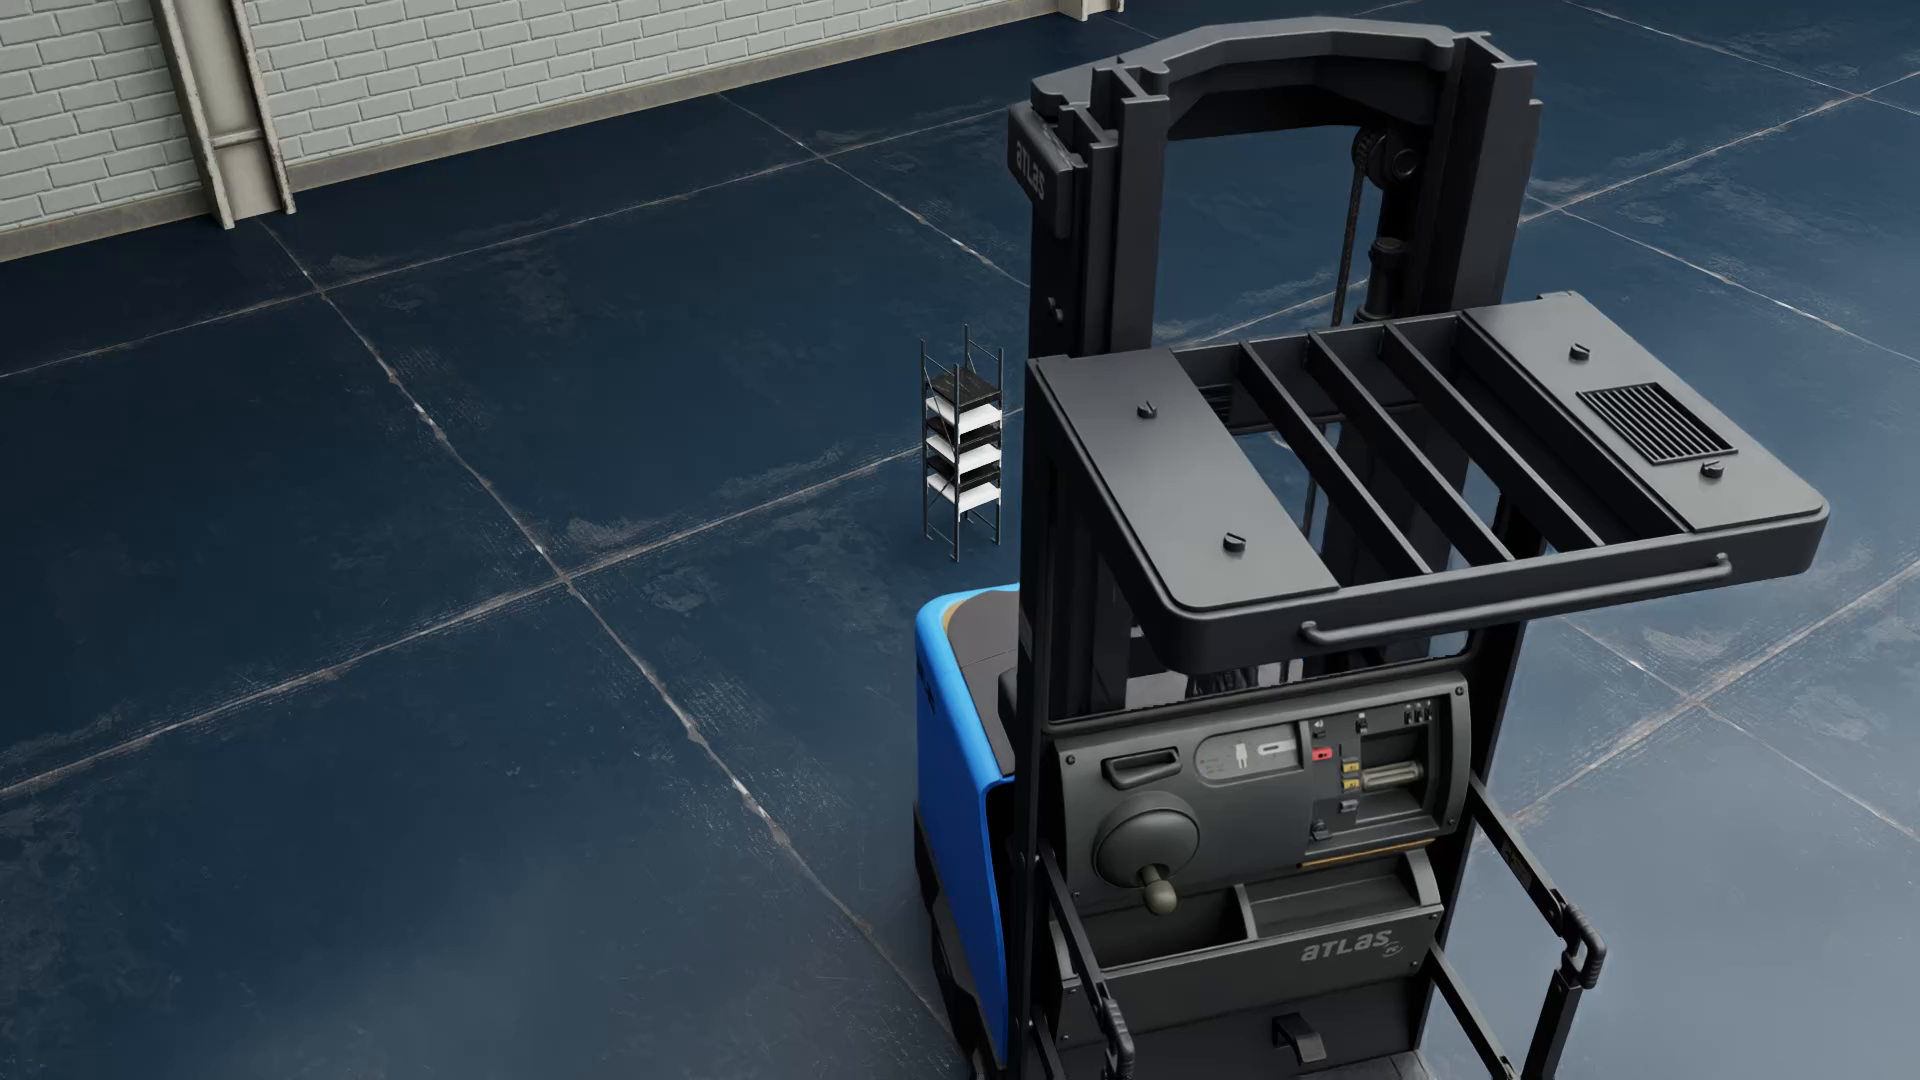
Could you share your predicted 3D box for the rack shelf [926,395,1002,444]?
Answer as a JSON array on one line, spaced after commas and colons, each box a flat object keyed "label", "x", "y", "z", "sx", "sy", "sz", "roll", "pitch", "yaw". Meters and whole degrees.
[{"label": "rack shelf", "x": 0.007, "y": -0.487, "z": 6.405, "sx": 0.200, "sy": 0.077, "sz": 0.258, "roll": -22, "pitch": 41, "yaw": -28}]

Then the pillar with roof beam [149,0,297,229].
[{"label": "pillar with roof beam", "x": -1.479, "y": -3.439, "z": 3.825, "sx": 0.400, "sy": 9.000, "sz": 9.100, "roll": -22, "pitch": 41, "yaw": -28}]

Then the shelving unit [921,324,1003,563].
[{"label": "shelving unit", "x": 0.007, "y": -0.368, "z": 6.491, "sx": 0.210, "sy": 0.900, "sz": 0.258, "roll": -22, "pitch": 41, "yaw": -28}]

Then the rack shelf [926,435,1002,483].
[{"label": "rack shelf", "x": 0.007, "y": -0.341, "z": 6.511, "sx": 0.200, "sy": 0.077, "sz": 0.258, "roll": -22, "pitch": 41, "yaw": -28}]

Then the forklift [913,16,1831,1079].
[{"label": "forklift", "x": 0.715, "y": 0.610, "z": 3.392, "sx": 1.130, "sy": 2.935, "sz": 3.031, "roll": -8, "pitch": 37, "yaw": -11}]

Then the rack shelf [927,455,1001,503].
[{"label": "rack shelf", "x": 0.007, "y": -0.268, "z": 6.563, "sx": 0.200, "sy": 0.077, "sz": 0.258, "roll": -22, "pitch": 41, "yaw": -28}]

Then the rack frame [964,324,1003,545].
[{"label": "rack frame", "x": 0.090, "y": -0.402, "z": 6.539, "sx": 0.006, "sy": 0.900, "sz": 0.240, "roll": -22, "pitch": 41, "yaw": -28}]

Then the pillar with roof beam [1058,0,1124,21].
[{"label": "pillar with roof beam", "x": 3.425, "y": -5.458, "z": 6.631, "sx": 0.400, "sy": 9.000, "sz": 9.100, "roll": -22, "pitch": 41, "yaw": -28}]

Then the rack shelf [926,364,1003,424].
[{"label": "rack shelf", "x": 0.007, "y": -0.560, "z": 6.353, "sx": 0.200, "sy": 0.077, "sz": 0.258, "roll": -22, "pitch": 41, "yaw": -28}]

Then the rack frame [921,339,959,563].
[{"label": "rack frame", "x": -0.076, "y": -0.334, "z": 6.443, "sx": 0.006, "sy": 0.900, "sz": 0.240, "roll": -22, "pitch": 41, "yaw": -28}]

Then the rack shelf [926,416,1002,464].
[{"label": "rack shelf", "x": 0.007, "y": -0.414, "z": 6.458, "sx": 0.200, "sy": 0.077, "sz": 0.258, "roll": -22, "pitch": 41, "yaw": -28}]

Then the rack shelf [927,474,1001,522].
[{"label": "rack shelf", "x": 0.007, "y": -0.195, "z": 6.616, "sx": 0.200, "sy": 0.077, "sz": 0.258, "roll": -22, "pitch": 41, "yaw": -28}]
